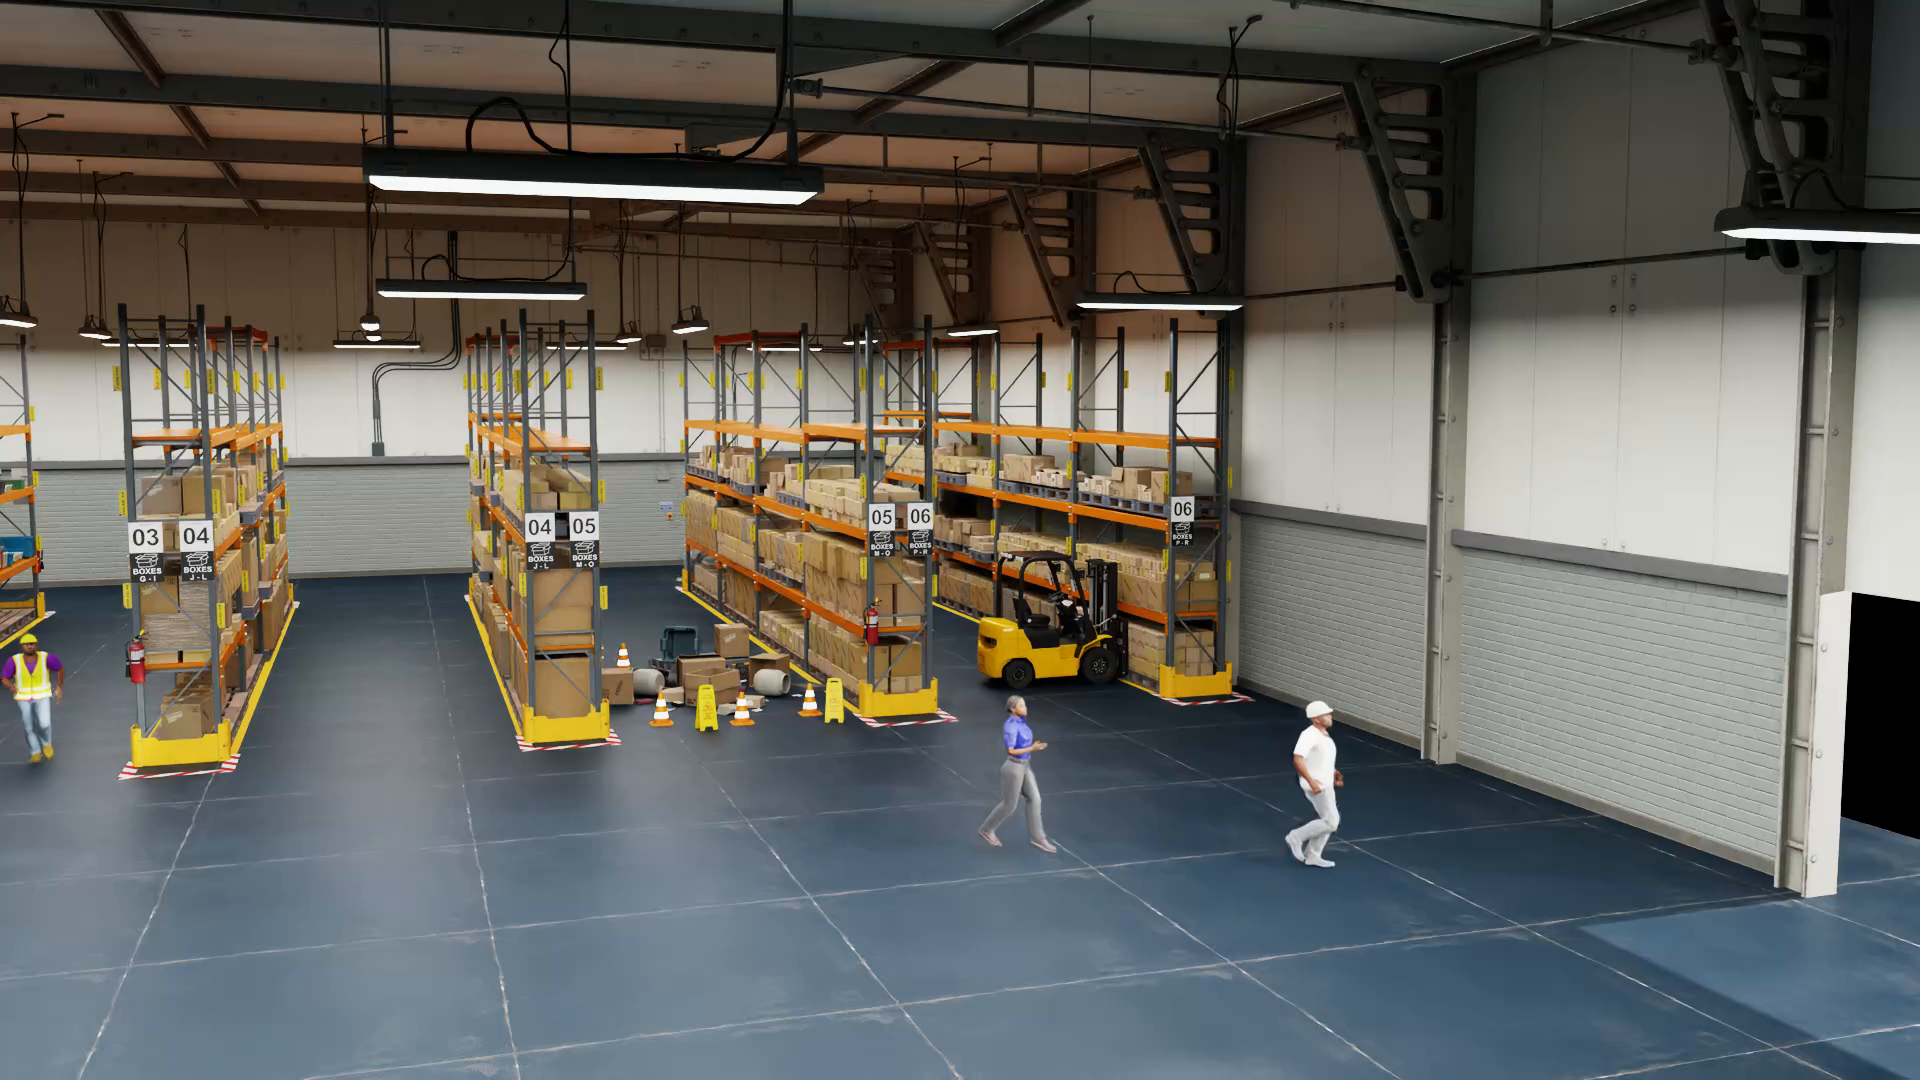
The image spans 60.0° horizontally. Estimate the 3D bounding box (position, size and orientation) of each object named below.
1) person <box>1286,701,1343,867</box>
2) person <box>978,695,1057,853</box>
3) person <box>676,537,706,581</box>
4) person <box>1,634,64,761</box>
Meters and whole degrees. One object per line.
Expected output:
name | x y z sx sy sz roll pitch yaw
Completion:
person | 3.664 2.519 17.169 0.546 1.726 0.693 3 6 27
person | 0.607 2.479 17.687 0.850 1.679 0.570 2 6 22
person | -6.666 0.182 41.366 1.034 1.725 0.760 2 6 17
person | -12.138 2.075 21.790 0.720 1.715 0.660 -3 6 -26
